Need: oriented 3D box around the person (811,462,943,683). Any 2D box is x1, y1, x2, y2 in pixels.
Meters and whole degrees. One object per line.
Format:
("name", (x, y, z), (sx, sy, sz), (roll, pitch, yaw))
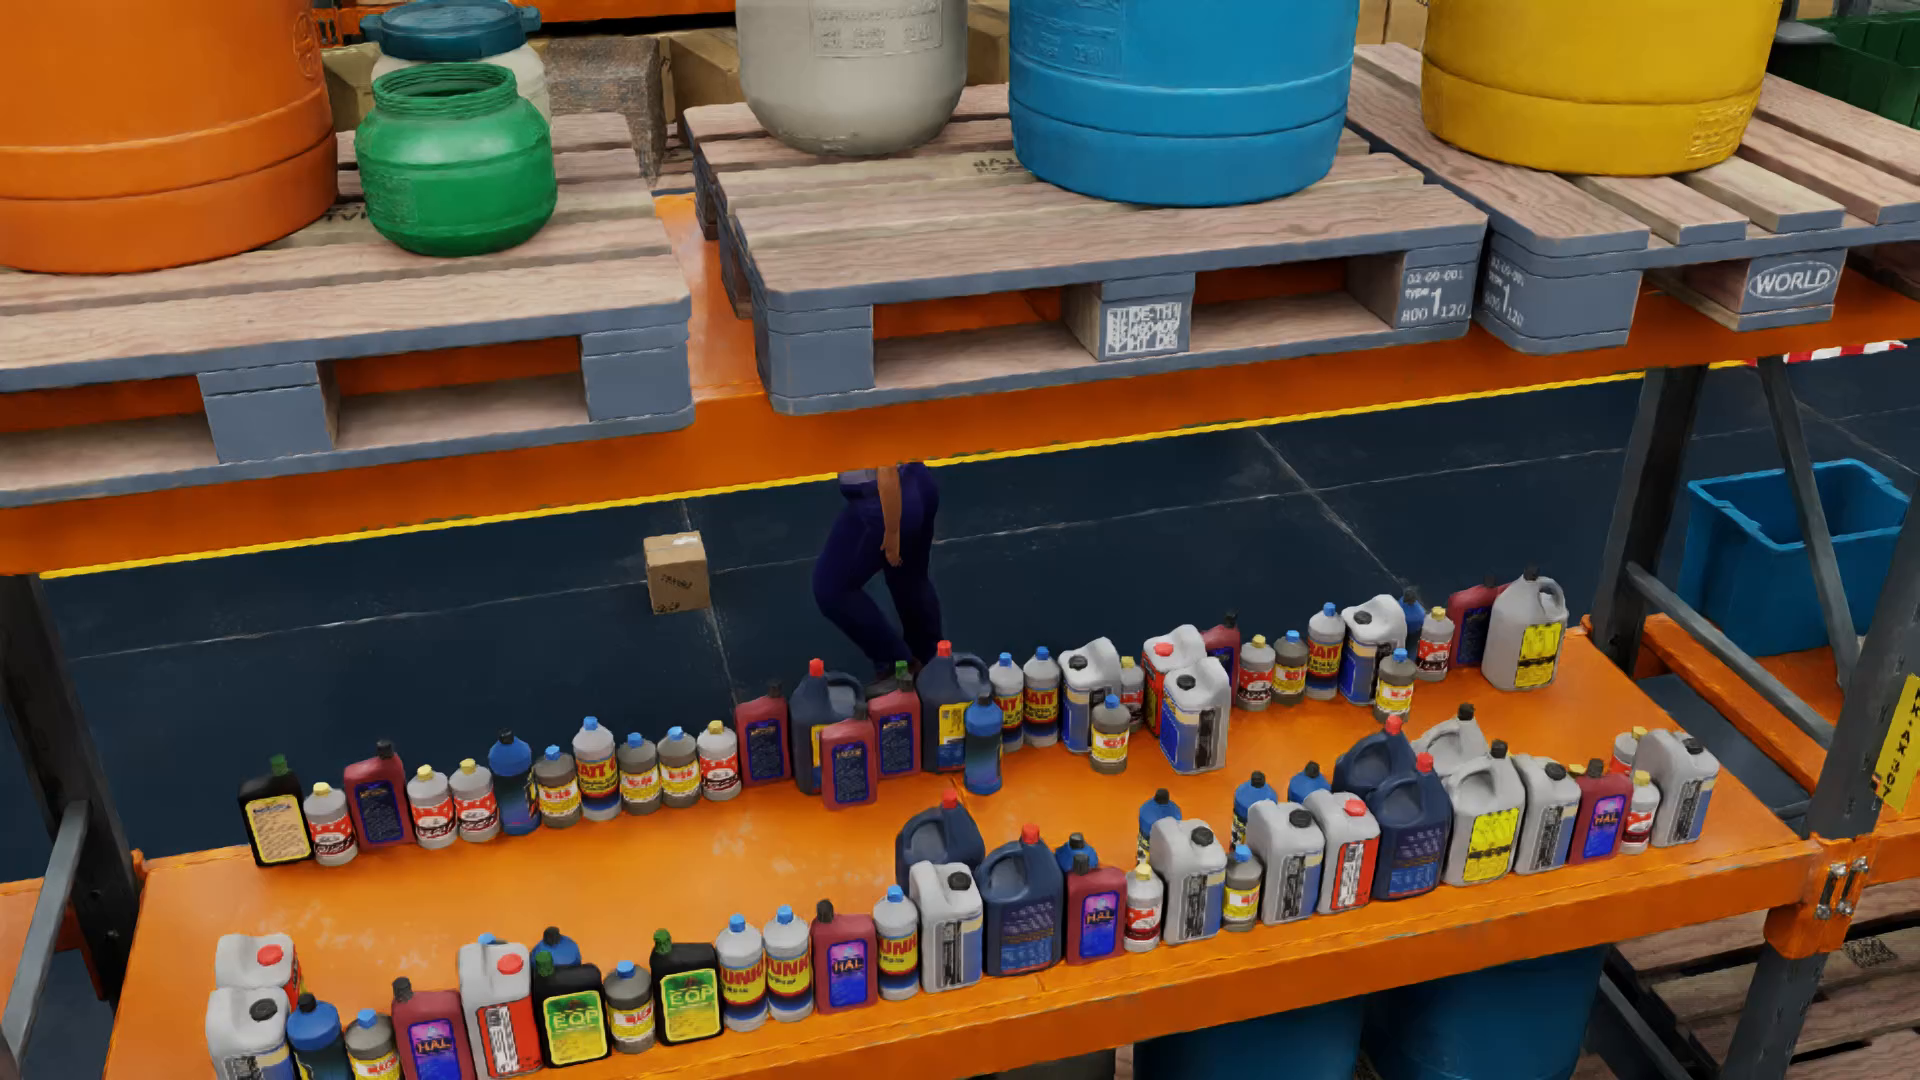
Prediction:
("person", (-0.289, -0.131, 6.340), (0.486, 1.638, 0.509), (8, 31, 13))
